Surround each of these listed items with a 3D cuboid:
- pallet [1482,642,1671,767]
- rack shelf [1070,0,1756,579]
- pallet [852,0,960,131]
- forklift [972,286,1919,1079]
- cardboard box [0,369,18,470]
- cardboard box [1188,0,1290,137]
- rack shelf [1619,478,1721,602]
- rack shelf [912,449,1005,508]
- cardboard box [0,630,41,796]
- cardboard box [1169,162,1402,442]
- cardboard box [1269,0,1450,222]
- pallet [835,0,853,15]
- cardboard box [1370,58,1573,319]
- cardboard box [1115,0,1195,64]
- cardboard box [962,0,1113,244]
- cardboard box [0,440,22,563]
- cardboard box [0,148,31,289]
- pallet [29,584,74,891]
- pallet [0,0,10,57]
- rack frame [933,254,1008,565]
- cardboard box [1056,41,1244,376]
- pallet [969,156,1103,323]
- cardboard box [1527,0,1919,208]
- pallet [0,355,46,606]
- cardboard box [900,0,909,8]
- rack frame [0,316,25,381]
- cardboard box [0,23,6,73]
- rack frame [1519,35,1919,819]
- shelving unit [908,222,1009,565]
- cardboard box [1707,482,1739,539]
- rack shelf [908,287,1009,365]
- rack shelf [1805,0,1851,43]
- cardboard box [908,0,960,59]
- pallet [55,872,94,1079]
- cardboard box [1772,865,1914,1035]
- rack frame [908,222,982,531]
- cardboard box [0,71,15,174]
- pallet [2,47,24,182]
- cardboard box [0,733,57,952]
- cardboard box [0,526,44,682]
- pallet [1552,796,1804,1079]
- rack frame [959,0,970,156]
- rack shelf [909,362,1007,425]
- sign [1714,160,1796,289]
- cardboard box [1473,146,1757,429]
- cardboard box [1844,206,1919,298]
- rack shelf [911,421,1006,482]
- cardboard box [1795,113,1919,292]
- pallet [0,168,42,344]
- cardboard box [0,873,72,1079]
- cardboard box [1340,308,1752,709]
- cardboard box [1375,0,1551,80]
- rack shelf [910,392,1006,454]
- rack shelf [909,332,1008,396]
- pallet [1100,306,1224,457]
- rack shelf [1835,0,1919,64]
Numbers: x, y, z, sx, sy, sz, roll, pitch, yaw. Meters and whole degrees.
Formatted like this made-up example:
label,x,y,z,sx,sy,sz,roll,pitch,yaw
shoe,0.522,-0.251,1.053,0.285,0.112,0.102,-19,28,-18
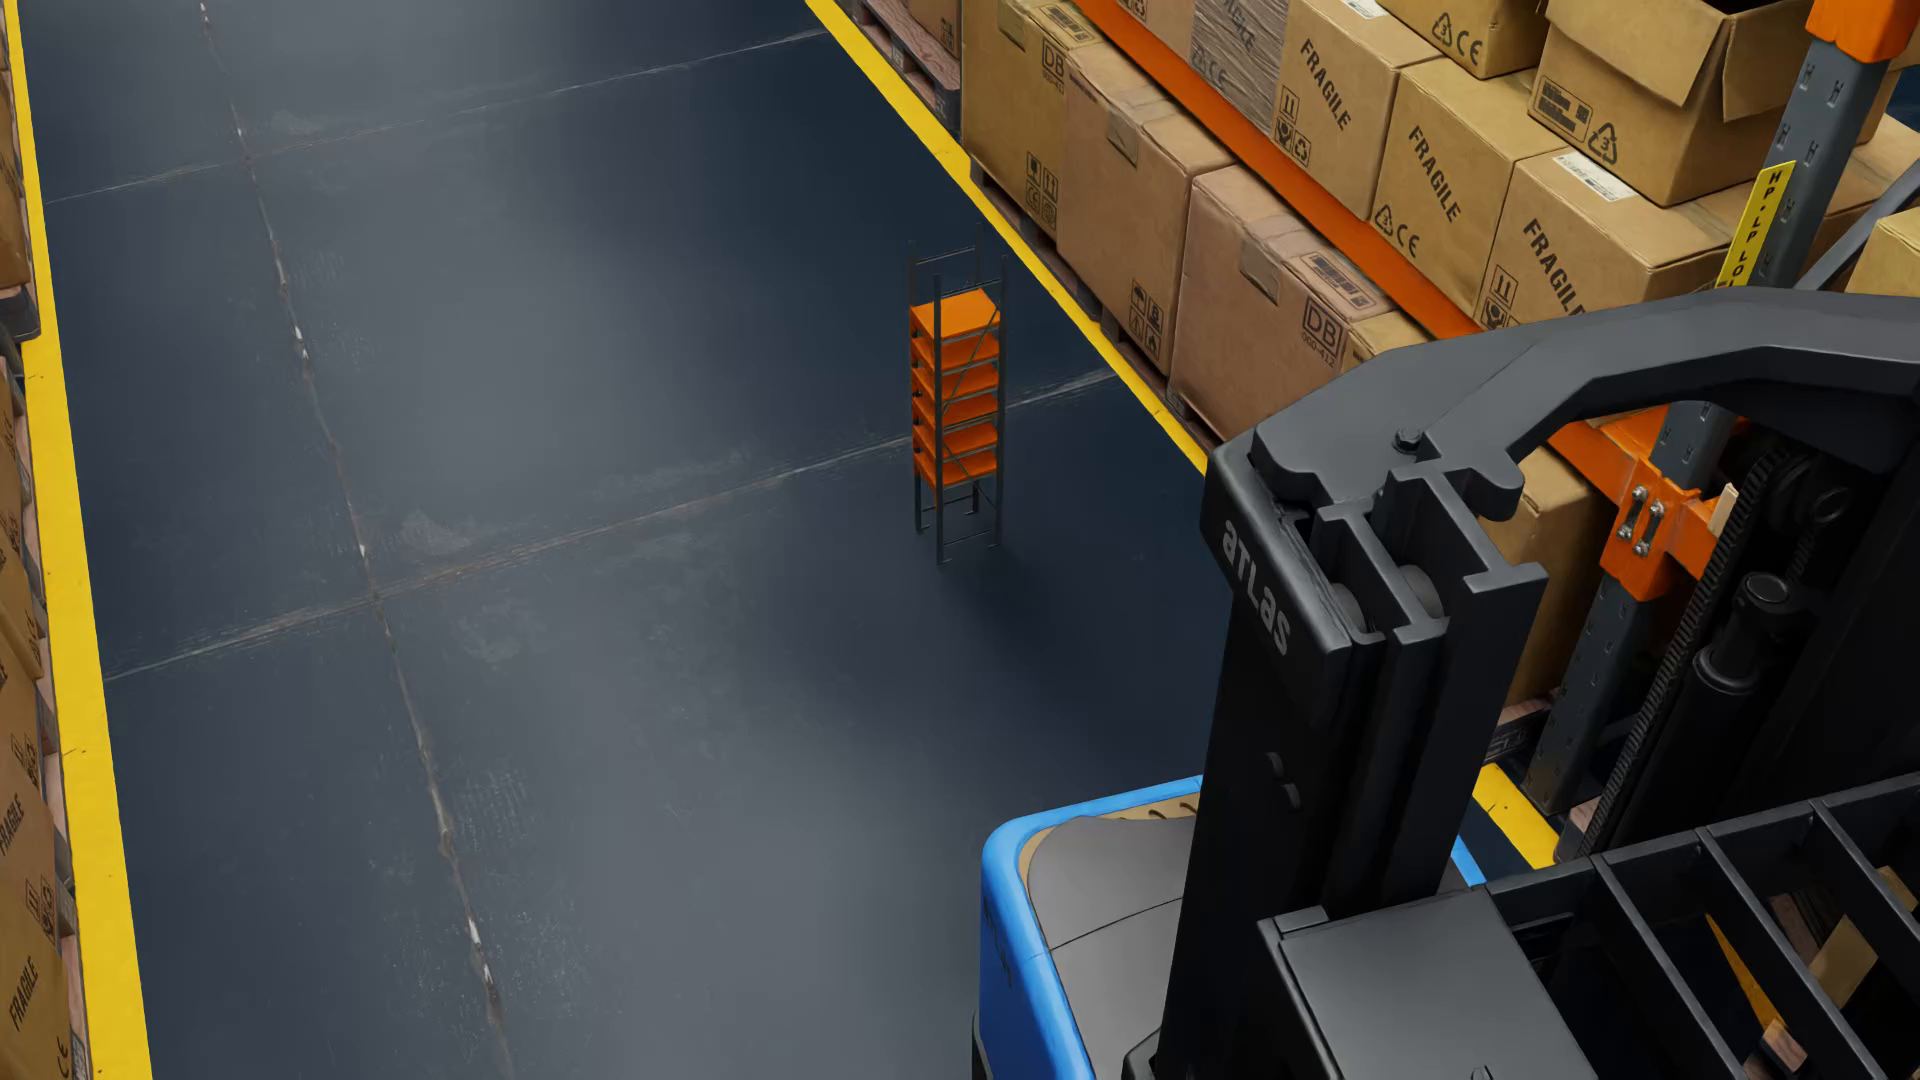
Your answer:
label,x,y,z,sx,sy,sz,roll,pitch,yaw
pallet,1.766,0.093,5.506,1.003,0.211,1.213,-18,47,-17
rack shelf,1.318,-1.449,5.595,1.077,0.370,4.000,-18,47,-17
pallet,0.149,-2.485,8.118,1.003,0.211,1.213,-18,47,-17
forklift,0.923,1.244,2.402,1.130,2.935,3.031,-11,46,-11
cardboard box,-3.552,-0.496,5.598,0.500,0.500,0.500,-18,47,-18
cardboard box,1.080,-1.652,5.218,0.500,0.500,0.500,-18,47,-17
rack shelf,2.999,1.100,3.011,1.077,0.370,4.000,-18,47,-17
rack shelf,-0.006,-0.234,5.538,0.258,0.103,0.180,-18,47,-17
cardboard box,-2.911,0.495,4.594,0.500,0.500,0.500,-17,47,-17
cardboard box,1.495,-0.795,5.633,1.225,0.875,0.875,-20,48,-19
cardboard box,1.286,-1.331,4.893,0.500,0.500,0.500,-19,48,-18
pallet,-0.360,-3.261,8.905,1.003,0.211,1.213,-18,47,-17
cardboard box,1.512,-1.001,4.557,0.500,0.500,0.500,-17,47,-16
cardboard box,0.872,-1.971,5.541,0.500,0.500,0.500,-19,48,-18
cardboard box,0.748,-1.927,6.781,1.225,0.875,0.875,-20,48,-19
cardboard box,-3.337,-0.164,5.262,0.500,0.500,0.500,-16,47,-16
cardboard box,-4.240,-1.342,6.277,1.050,0.750,0.750,-19,48,-18
pallet,-3.230,0.688,4.902,1.003,0.211,1.213,-18,47,-17
pallet,-5.355,-2.666,8.301,1.003,0.211,1.213,-18,47,-17
rack frame,0.032,-0.378,5.279,0.240,1.200,0.006,-18,47,-17
cardboard box,1.116,-1.356,6.203,1.225,0.875,0.875,-18,47,-17
pallet,0.740,-1.462,7.081,1.003,0.211,1.213,-18,47,-17
cardboard box,1.882,-1.228,4.073,0.797,0.503,0.637,-19,48,-18
pallet,-3.739,-0.088,5.689,1.003,0.211,1.213,-18,47,-17
cardboard box,-0.068,-3.017,8.138,0.700,0.500,0.500,-22,49,-21
rack frame,-4.066,-1.579,5.214,1.000,3.000,0.127,-18,47,-17
cardboard box,-5.003,-2.492,7.442,1.050,0.750,0.750,-18,47,-17
rack frame,2.159,-0.430,4.050,1.000,3.000,0.127,-18,47,-17
shelving unit,-0.006,-0.436,5.338,0.258,1.200,0.189,-18,47,-17
cardboard box,1.981,-0.054,3.848,0.380,0.149,0.250,-18,47,-17
rack shelf,-0.006,-0.661,5.116,0.258,0.103,0.180,-18,47,-17
rack shelf,1.318,-2.516,4.541,1.077,0.370,4.000,-18,47,-17
cardboard box,0.177,-2.667,7.784,0.700,0.500,0.500,-20,48,-19
pallet,-2.713,1.467,4.113,1.003,0.211,1.213,-18,47,-17
cardboard box,2.363,0.621,4.199,0.875,0.875,0.875,-18,47,-17
rack frame,-0.045,-0.495,5.397,0.240,1.200,0.006,-18,47,-17
cardboard box,-4.611,-1.898,6.841,1.050,0.750,0.750,-17,47,-17
pallet,-4.838,-1.887,7.512,1.003,0.211,1.213,-18,47,-17
cardboard box,-2.678,0.825,4.259,0.500,0.500,0.500,-16,47,-16
cardboard box,-3.100,0.168,4.925,0.500,0.500,0.500,-20,48,-19
pallet,2.407,1.070,4.515,1.003,0.211,1.213,-18,47,-17
rack frame,0.477,-2.979,6.634,1.000,3.000,0.127,-18,47,-17
rack shelf,-0.006,-0.490,5.285,0.258,0.103,0.180,-18,47,-17
sign,1.670,-0.648,3.503,0.100,0.325,0.005,-18,47,-17
cardboard box,1.714,-0.683,4.236,0.500,0.500,0.500,-18,47,-17
cardboard box,2.128,-0.369,3.349,0.500,0.500,0.500,-18,47,-17
rack shelf,-0.006,-0.319,5.453,0.258,0.103,0.180,-18,47,-17
cardboard box,2.192,-0.833,4.387,0.500,0.500,0.500,-18,47,-17
pallet,-4.329,-1.111,6.726,1.003,0.211,1.213,-18,47,-17
cardboard box,-2.454,1.161,3.918,0.500,0.500,0.500,-16,47,-16
cardboard box,1.871,-0.225,5.056,1.225,0.875,0.875,-18,47,-17
cardboard box,1.604,-1.668,4.520,0.797,0.503,0.637,-18,47,-17
rack shelf,-0.006,-0.405,5.369,0.258,0.103,0.180,-18,47,-17
rack shelf,-0.006,-0.576,5.201,0.258,0.103,0.180,-18,47,-17
pallet,1.249,-0.686,6.295,1.003,0.211,1.213,-18,47,-17
rack shelf,2.999,0.033,1.958,1.077,0.370,4.000,-18,47,-17
